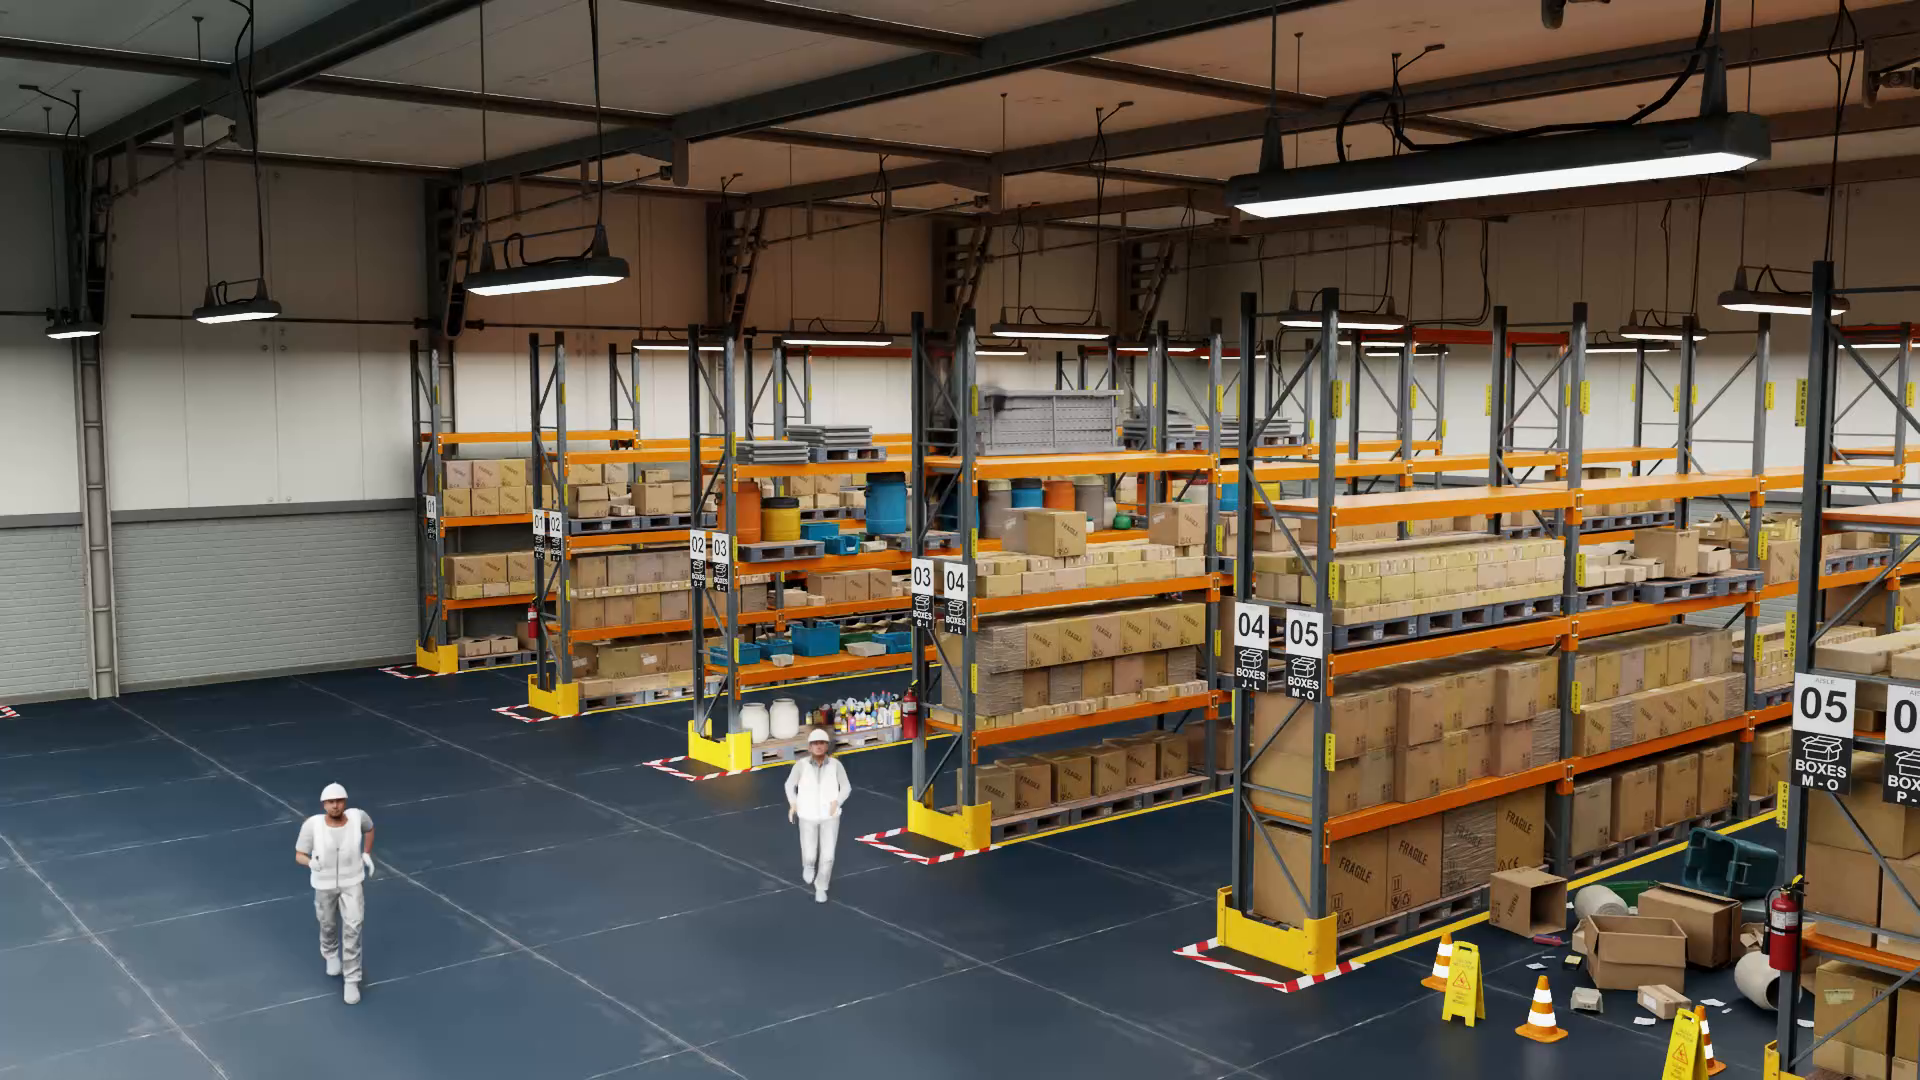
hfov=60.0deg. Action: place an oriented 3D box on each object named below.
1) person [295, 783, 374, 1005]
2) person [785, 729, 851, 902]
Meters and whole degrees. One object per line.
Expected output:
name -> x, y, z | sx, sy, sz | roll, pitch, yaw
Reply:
person -> -5.322, 2.948, 14.199 | 0.634, 1.800, 0.939 | -2, 6, -20
person -> -1.423, 2.765, 16.725 | 0.666, 1.730, 0.579 | -1, 5, -6
